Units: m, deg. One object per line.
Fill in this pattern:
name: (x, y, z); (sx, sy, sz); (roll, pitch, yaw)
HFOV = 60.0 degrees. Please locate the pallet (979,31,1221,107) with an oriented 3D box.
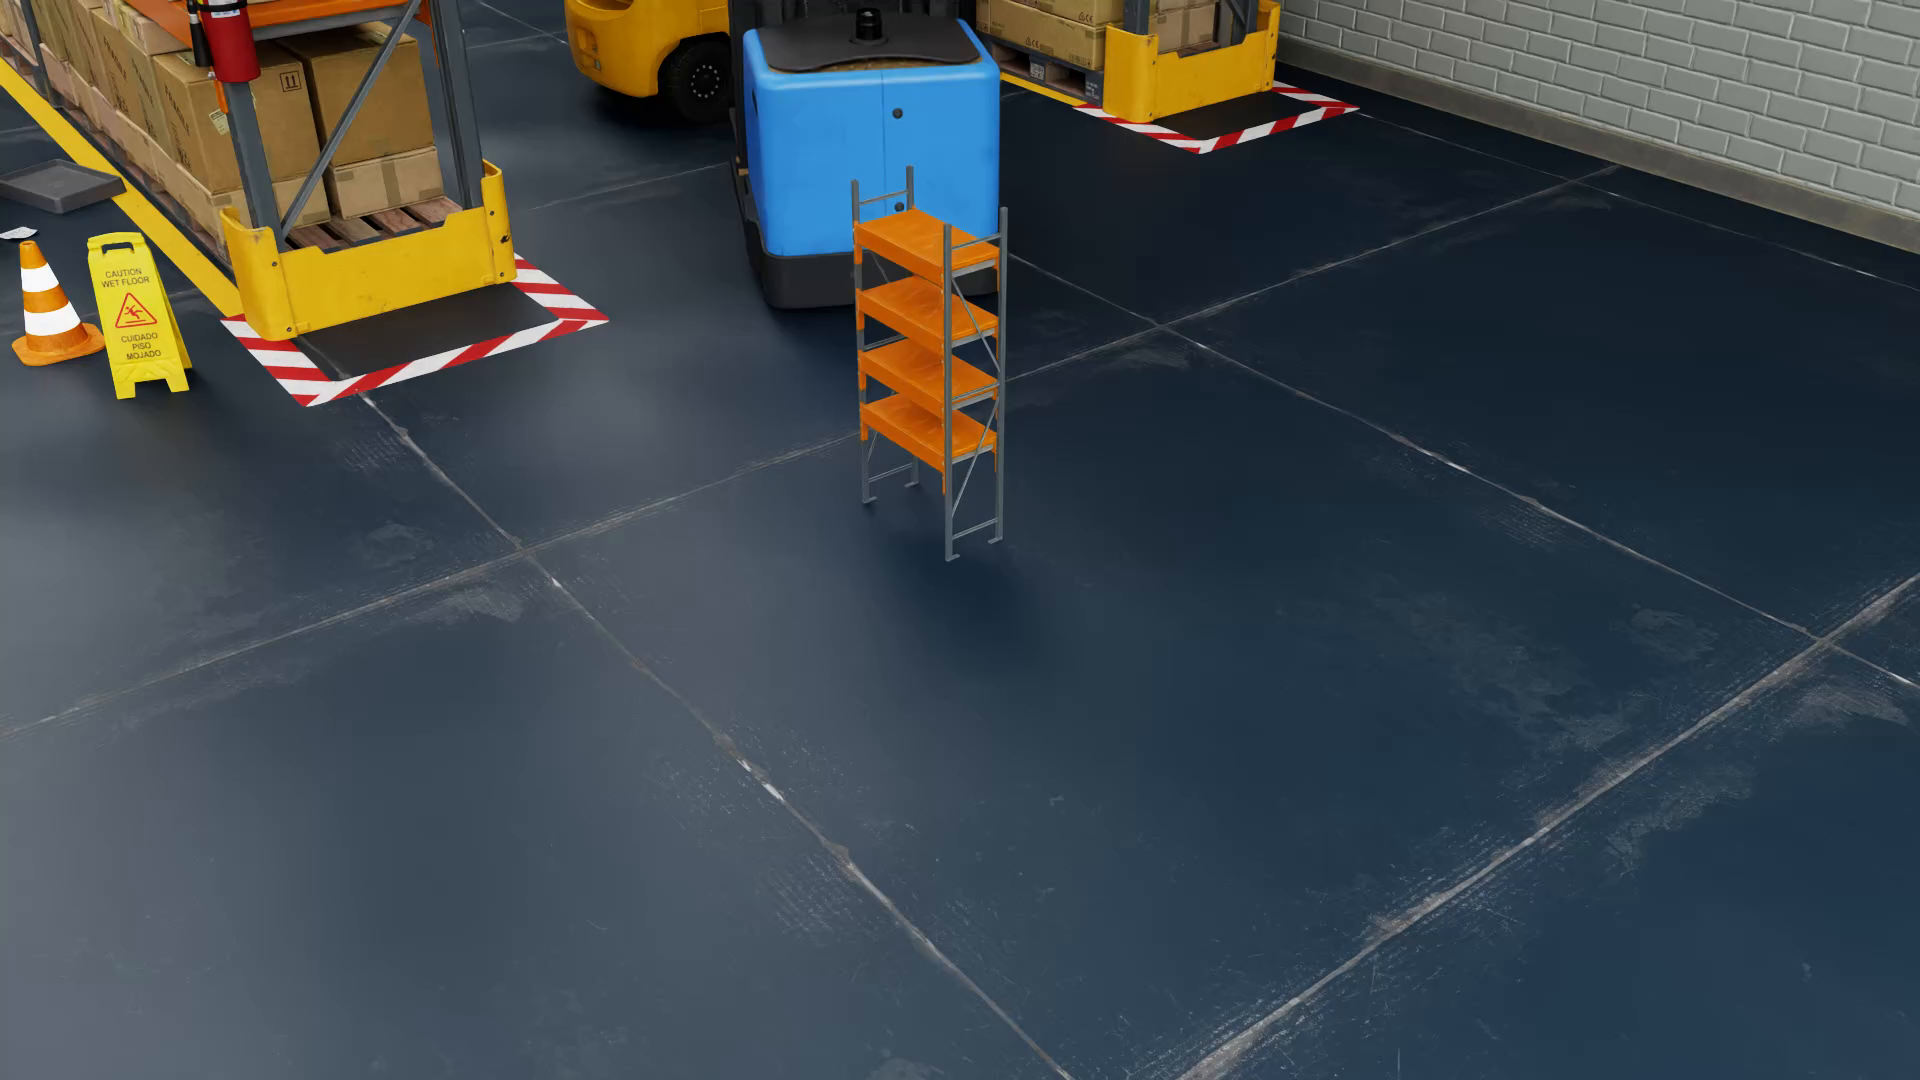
pallet: (0.867, -3.068, 10.490); (1.003, 0.211, 1.213); (-22, 38, -31)

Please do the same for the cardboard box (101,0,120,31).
cardboard box: (-3.837, -2.541, 7.881); (0.380, 0.149, 0.250); (-21, 37, -29)

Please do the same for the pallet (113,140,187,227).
pallet: (-3.810, -2.045, 8.843); (1.003, 0.211, 1.213); (-22, 38, -31)

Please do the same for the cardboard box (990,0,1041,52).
cardboard box: (0.534, -3.262, 10.367); (0.500, 0.250, 0.500); (-22, 38, -31)

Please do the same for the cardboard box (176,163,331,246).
cardboard box: (-3.273, -1.610, 7.708); (0.500, 0.250, 0.500); (-22, 38, -32)

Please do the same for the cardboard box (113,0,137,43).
cardboard box: (-3.677, -2.431, 7.704); (0.380, 0.149, 0.250); (-22, 38, -31)

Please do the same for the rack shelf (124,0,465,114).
rack shelf: (-3.776, -2.868, 8.207); (1.077, 0.370, 4.000); (-22, 38, -31)

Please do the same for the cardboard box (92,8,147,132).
cardboard box: (-3.874, -2.347, 8.184); (0.500, 0.500, 0.500); (-23, 39, -32)

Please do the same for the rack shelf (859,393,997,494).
rack shelf: (-0.102, -0.353, 5.685); (0.258, 0.148, 0.480); (-22, 38, -31)

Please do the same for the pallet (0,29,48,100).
pallet: (-5.481, -3.147, 10.616); (1.003, 0.211, 1.213); (-22, 38, -31)

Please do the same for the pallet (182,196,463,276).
pallet: (-3.067, -1.537, 8.025); (1.003, 0.211, 1.213); (-22, 38, -31)

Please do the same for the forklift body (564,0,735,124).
forklift body: (-1.235, -3.787, 9.809); (2.313, 2.155, 1.214); (-22, 38, -31)

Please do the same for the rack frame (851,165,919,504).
rack frame: (-0.251, -0.680, 5.708); (0.240, 1.200, 0.015); (-22, 38, -31)

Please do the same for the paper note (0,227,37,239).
paper note: (-4.618, -1.508, 8.149); (0.148, 0.019, 0.142); (18, 36, 27)

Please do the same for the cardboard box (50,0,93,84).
cardboard box: (-4.516, -2.783, 8.886); (0.500, 0.500, 0.500); (-21, 37, -30)

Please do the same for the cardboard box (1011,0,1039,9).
cardboard box: (0.524, -3.484, 10.252); (0.500, 0.250, 0.500); (-23, 38, -32)

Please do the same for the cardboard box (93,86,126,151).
cardboard box: (-4.190, -2.245, 8.730); (0.500, 0.250, 0.500); (-23, 38, -32)

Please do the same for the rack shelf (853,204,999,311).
rack shelf: (-0.102, -0.912, 5.337); (0.258, 0.148, 0.480); (-22, 38, -31)

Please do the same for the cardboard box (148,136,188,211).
cardboard box: (-3.569, -1.819, 8.043); (0.500, 0.250, 0.500); (-22, 38, -31)

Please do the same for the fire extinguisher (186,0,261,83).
fire extinguisher: (-2.844, -2.110, 6.378); (0.296, 0.674, 0.183); (-22, 38, -31)

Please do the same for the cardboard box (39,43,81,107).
cardboard box: (-4.854, -2.684, 9.437); (0.500, 0.250, 0.500); (-24, 39, -33)

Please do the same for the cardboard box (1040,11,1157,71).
cardboard box: (0.831, -3.051, 10.028); (0.500, 0.250, 0.500); (-22, 38, -31)

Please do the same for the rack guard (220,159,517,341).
rack guard: (-2.596, -1.310, 7.385); (1.175, 0.500, 0.348); (-22, 38, -31)

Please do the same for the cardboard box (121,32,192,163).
cardboard box: (-3.570, -2.135, 7.842); (0.500, 0.500, 0.500); (-21, 37, -30)

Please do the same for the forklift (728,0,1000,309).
forklift: (-0.594, -3.014, 7.825); (1.130, 2.935, 3.031); (-6, 32, -9)

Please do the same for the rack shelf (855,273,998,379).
rack shelf: (-0.102, -0.712, 5.462); (0.258, 0.148, 0.480); (-22, 38, -31)

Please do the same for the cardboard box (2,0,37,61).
cardboard box: (-5.326, -3.287, 10.292); (0.950, 0.372, 0.625); (-22, 38, -31)

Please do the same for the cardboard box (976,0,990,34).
cardboard box: (0.234, -3.473, 10.707); (0.500, 0.250, 0.500); (-22, 38, -31)

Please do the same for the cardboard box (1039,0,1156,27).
cardboard box: (0.824, -3.272, 9.909); (0.500, 0.250, 0.500); (-23, 38, -32)

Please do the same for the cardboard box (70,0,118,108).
cardboard box: (-4.200, -2.567, 8.537); (0.500, 0.500, 0.500); (-20, 37, -29)

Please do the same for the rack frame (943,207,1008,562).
rack frame: (0.048, -0.477, 5.381); (0.240, 1.200, 0.015); (-22, 38, -31)

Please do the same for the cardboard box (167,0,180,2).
cardboard box: (-3.191, -2.390, 6.993); (0.380, 0.149, 0.250); (-23, 38, -32)

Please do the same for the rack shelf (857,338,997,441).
rack shelf: (-0.102, -0.522, 5.580); (0.258, 0.148, 0.480); (-22, 38, -31)

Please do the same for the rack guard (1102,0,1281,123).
rack guard: (1.384, -2.876, 9.906); (1.175, 0.500, 0.348); (-22, 38, -31)

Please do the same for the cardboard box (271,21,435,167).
cardboard box: (-2.841, -2.104, 7.792); (0.500, 0.500, 0.500); (-24, 39, -33)

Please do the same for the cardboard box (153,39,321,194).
cardboard box: (-3.247, -1.918, 7.493); (0.500, 0.500, 0.500); (-22, 38, -31)

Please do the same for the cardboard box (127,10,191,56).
cardboard box: (-3.525, -2.325, 7.533); (0.380, 0.149, 0.250); (-21, 38, -30)

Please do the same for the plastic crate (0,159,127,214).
plastic crate: (-4.688, -1.847, 8.648); (0.583, 0.080, 0.402); (18, 36, 27)

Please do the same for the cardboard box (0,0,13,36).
cardboard box: (-5.770, -3.586, 10.773); (0.950, 0.372, 0.625); (-20, 37, -29)

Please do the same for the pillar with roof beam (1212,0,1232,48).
pillar with roof beam: (-1.747, -5.685, 6.374); (9.100, 9.000, 0.400); (-22, 38, -31)

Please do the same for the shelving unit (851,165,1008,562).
shelving unit: (-0.102, -0.579, 5.544); (0.258, 1.200, 0.503); (-22, 38, -31)

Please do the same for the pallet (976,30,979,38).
pallet: (0.123, -3.576, 11.308); (1.003, 0.211, 1.213); (-22, 38, -31)

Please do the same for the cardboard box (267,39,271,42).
cardboard box: (-3.165, -2.321, 8.141); (0.500, 0.500, 0.500); (-24, 39, -33)

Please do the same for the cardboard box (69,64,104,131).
cardboard box: (-4.518, -2.465, 9.085); (0.500, 0.250, 0.500); (-20, 37, -29)

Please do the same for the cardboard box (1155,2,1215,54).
cardboard box: (1.222, -3.226, 10.309); (0.500, 0.250, 0.500); (-22, 38, -31)

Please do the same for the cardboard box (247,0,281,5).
cardboard box: (-2.948, -2.320, 6.880); (0.380, 0.149, 0.250); (-21, 37, -30)

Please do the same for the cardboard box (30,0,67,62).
cardboard box: (-4.854, -3.003, 9.239); (0.500, 0.500, 0.500); (-20, 37, -29)

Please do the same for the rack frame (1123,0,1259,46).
rack frame: (1.369, -3.948, 9.263); (1.000, 3.000, 0.127); (-22, 38, -31)

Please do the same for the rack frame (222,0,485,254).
rack frame: (-2.550, -2.340, 6.675); (1.000, 3.000, 0.127); (-22, 38, -31)

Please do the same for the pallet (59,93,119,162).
pallet: (-4.563, -2.554, 9.662); (1.003, 0.211, 1.213); (-22, 38, -31)

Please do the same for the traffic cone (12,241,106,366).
traffic cone: (-3.832, -1.024, 6.961); (0.336, 0.463, 0.334); (-22, 38, -31)

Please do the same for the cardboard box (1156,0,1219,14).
cardboard box: (1.245, -3.433, 10.169); (0.500, 0.250, 0.500); (-21, 38, -31)

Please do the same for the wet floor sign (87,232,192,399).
wet floor sign: (-3.278, -0.915, 6.611); (0.267, 0.644, 0.232); (-10, 33, -15)

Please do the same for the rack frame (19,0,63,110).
rack frame: (-5.003, -4.007, 9.359); (1.000, 3.000, 0.127); (-22, 38, -31)

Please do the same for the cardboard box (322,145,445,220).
cardboard box: (-2.826, -1.776, 7.975); (0.500, 0.250, 0.500); (-23, 38, -32)

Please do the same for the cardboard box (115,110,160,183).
cardboard box: (-3.895, -2.035, 8.392); (0.500, 0.250, 0.500); (-24, 39, -33)
